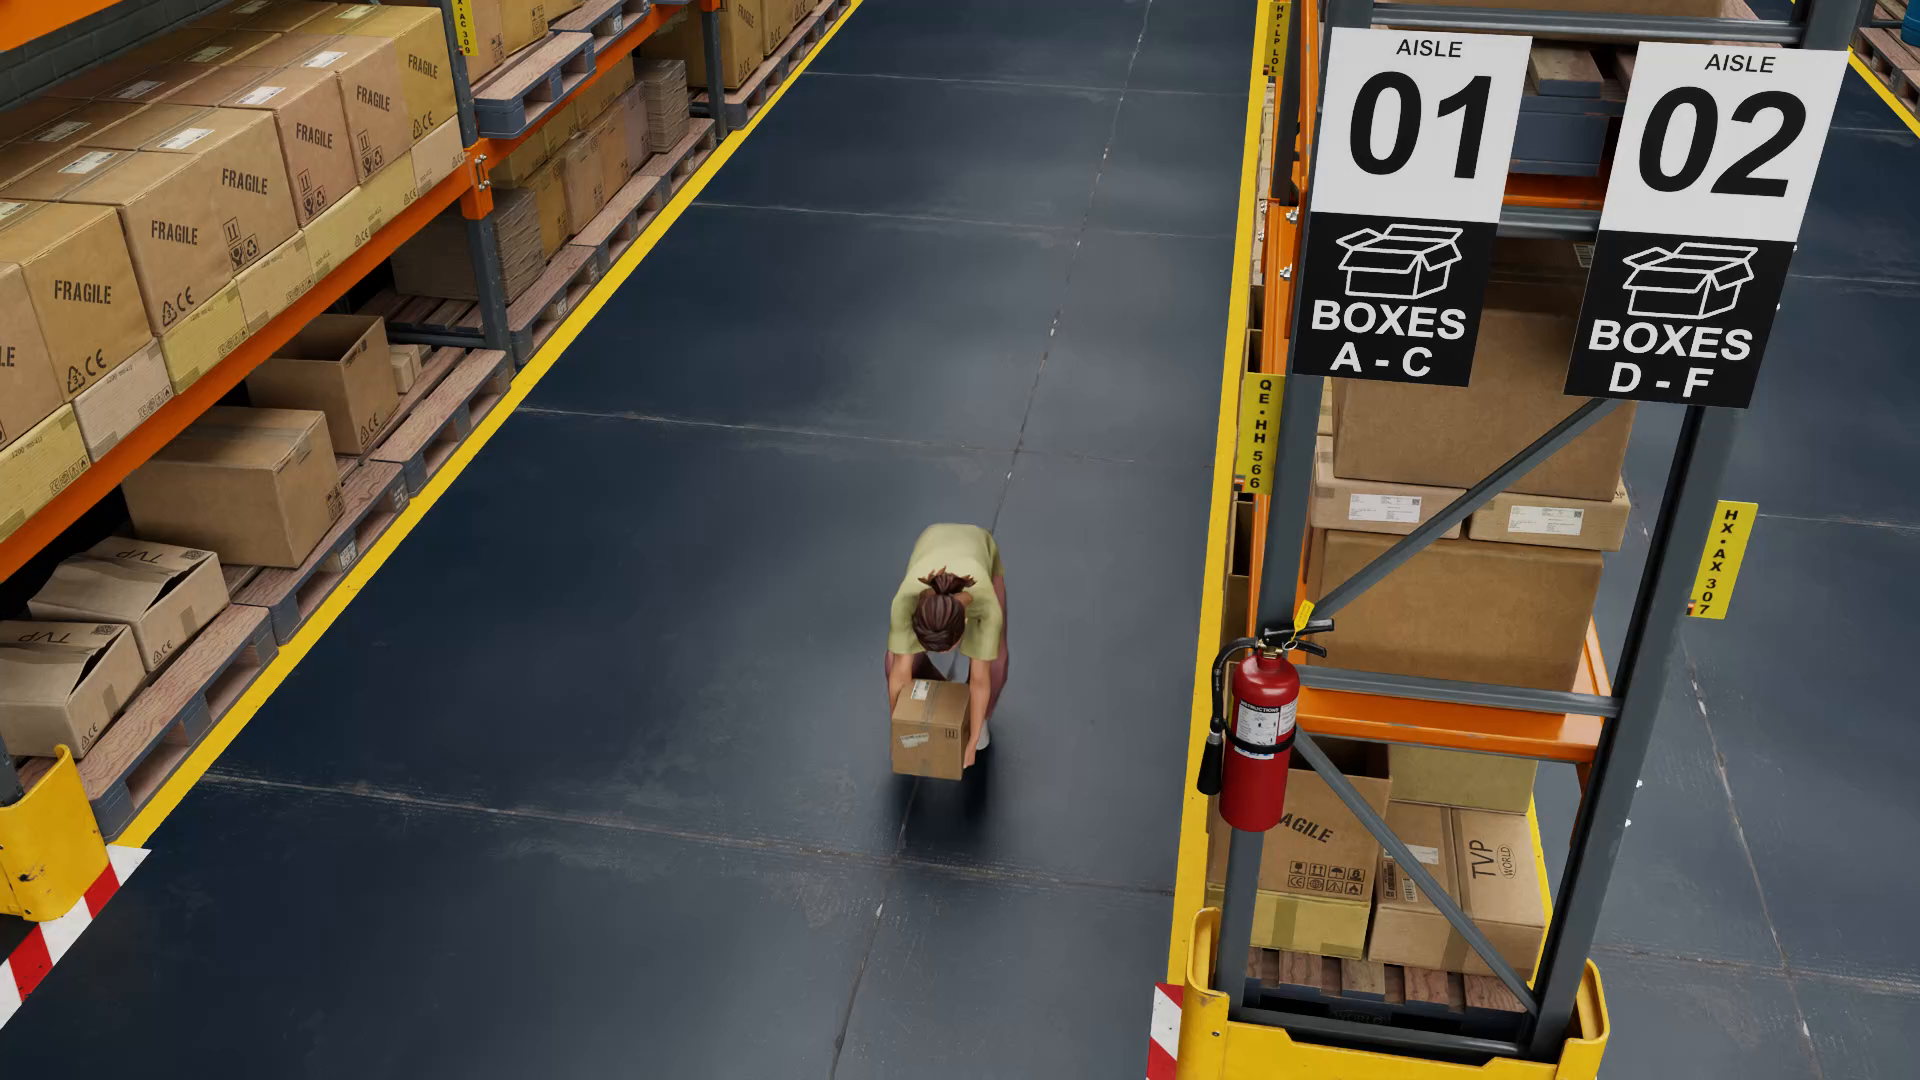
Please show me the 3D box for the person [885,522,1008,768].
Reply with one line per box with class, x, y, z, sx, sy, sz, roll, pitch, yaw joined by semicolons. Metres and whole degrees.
person;-0.048;0.395;6.201;0.465;0.945;0.860;4;33;6
